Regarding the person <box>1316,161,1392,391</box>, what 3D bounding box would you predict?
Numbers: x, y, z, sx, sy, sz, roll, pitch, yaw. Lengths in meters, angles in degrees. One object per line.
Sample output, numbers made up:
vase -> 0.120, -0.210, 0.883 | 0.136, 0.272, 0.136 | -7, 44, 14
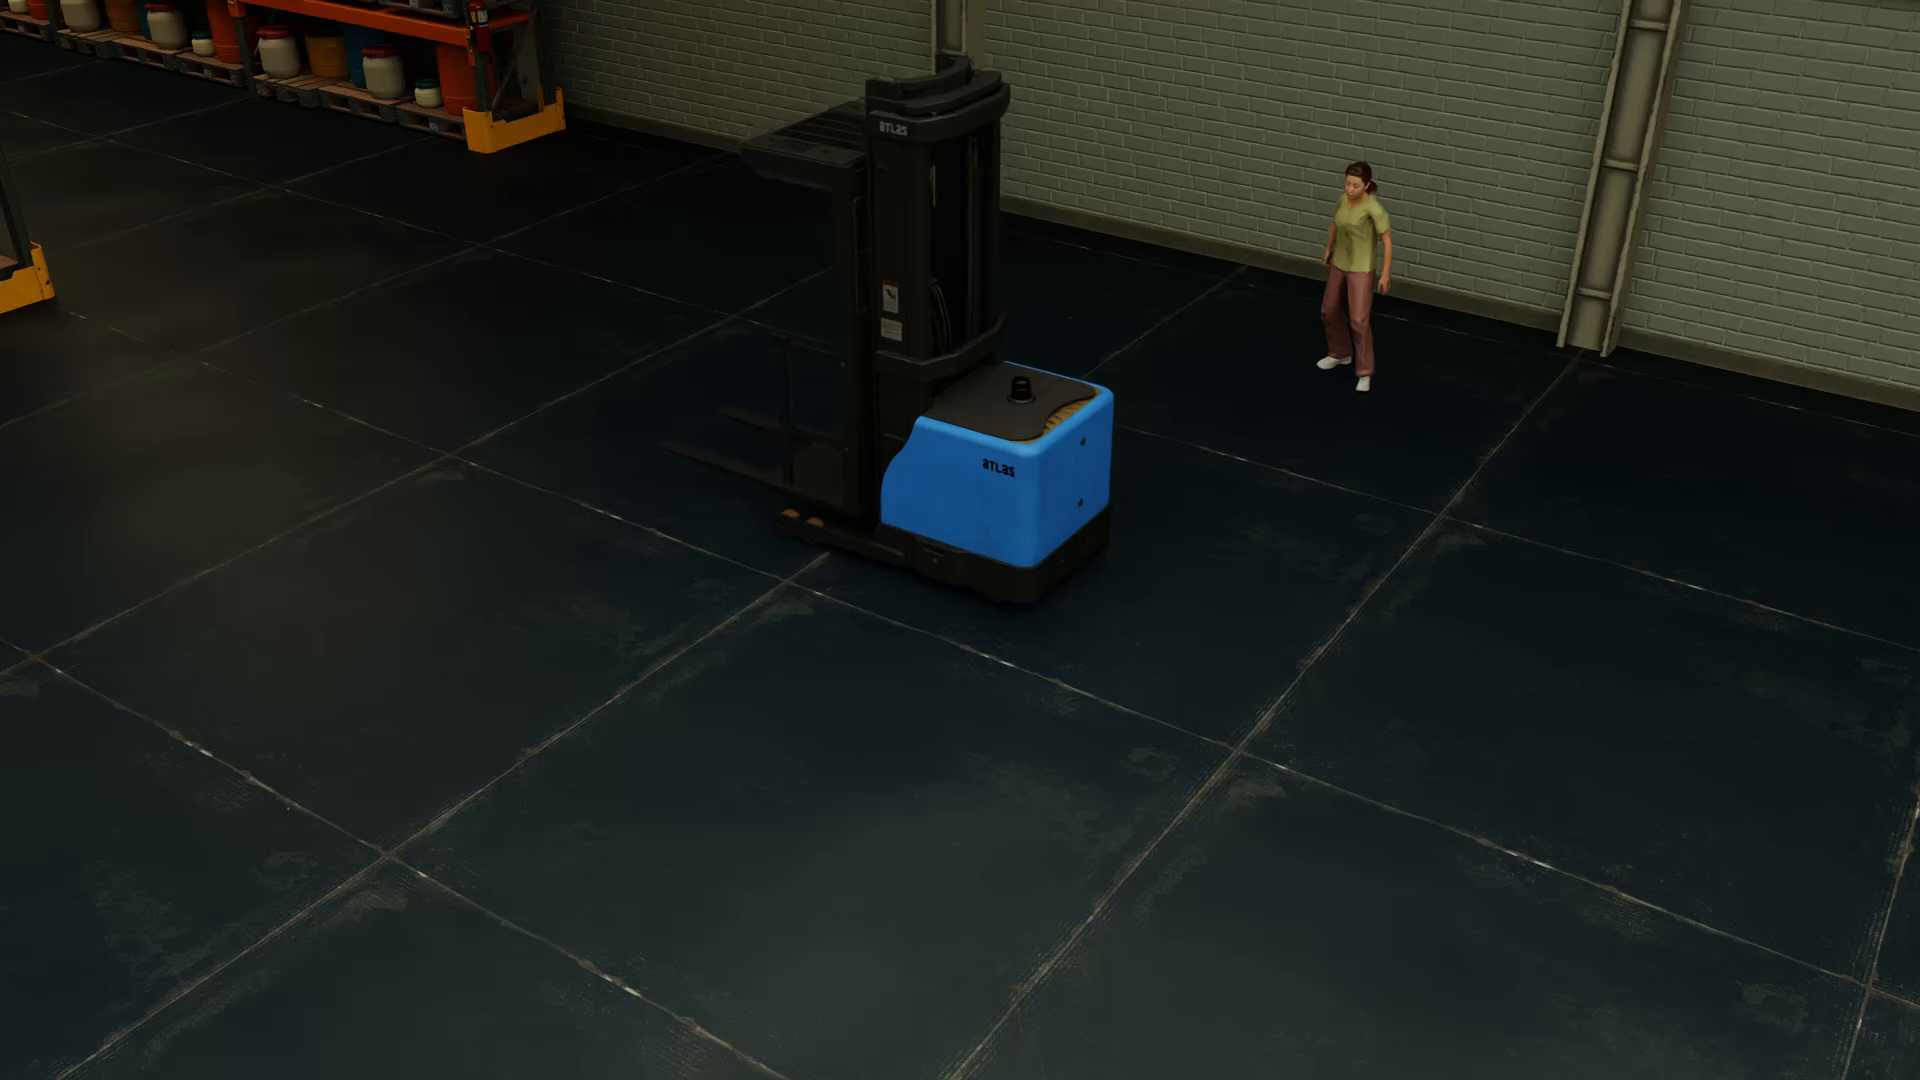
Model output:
person -> 2.924, -1.998, 12.309 | 0.367, 1.647, 0.772 | -18, 35, -28

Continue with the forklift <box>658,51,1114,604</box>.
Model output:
forklift -> -0.581, -1.445, 10.070 | 3.031, 2.935, 1.130 | 18, 35, 28
